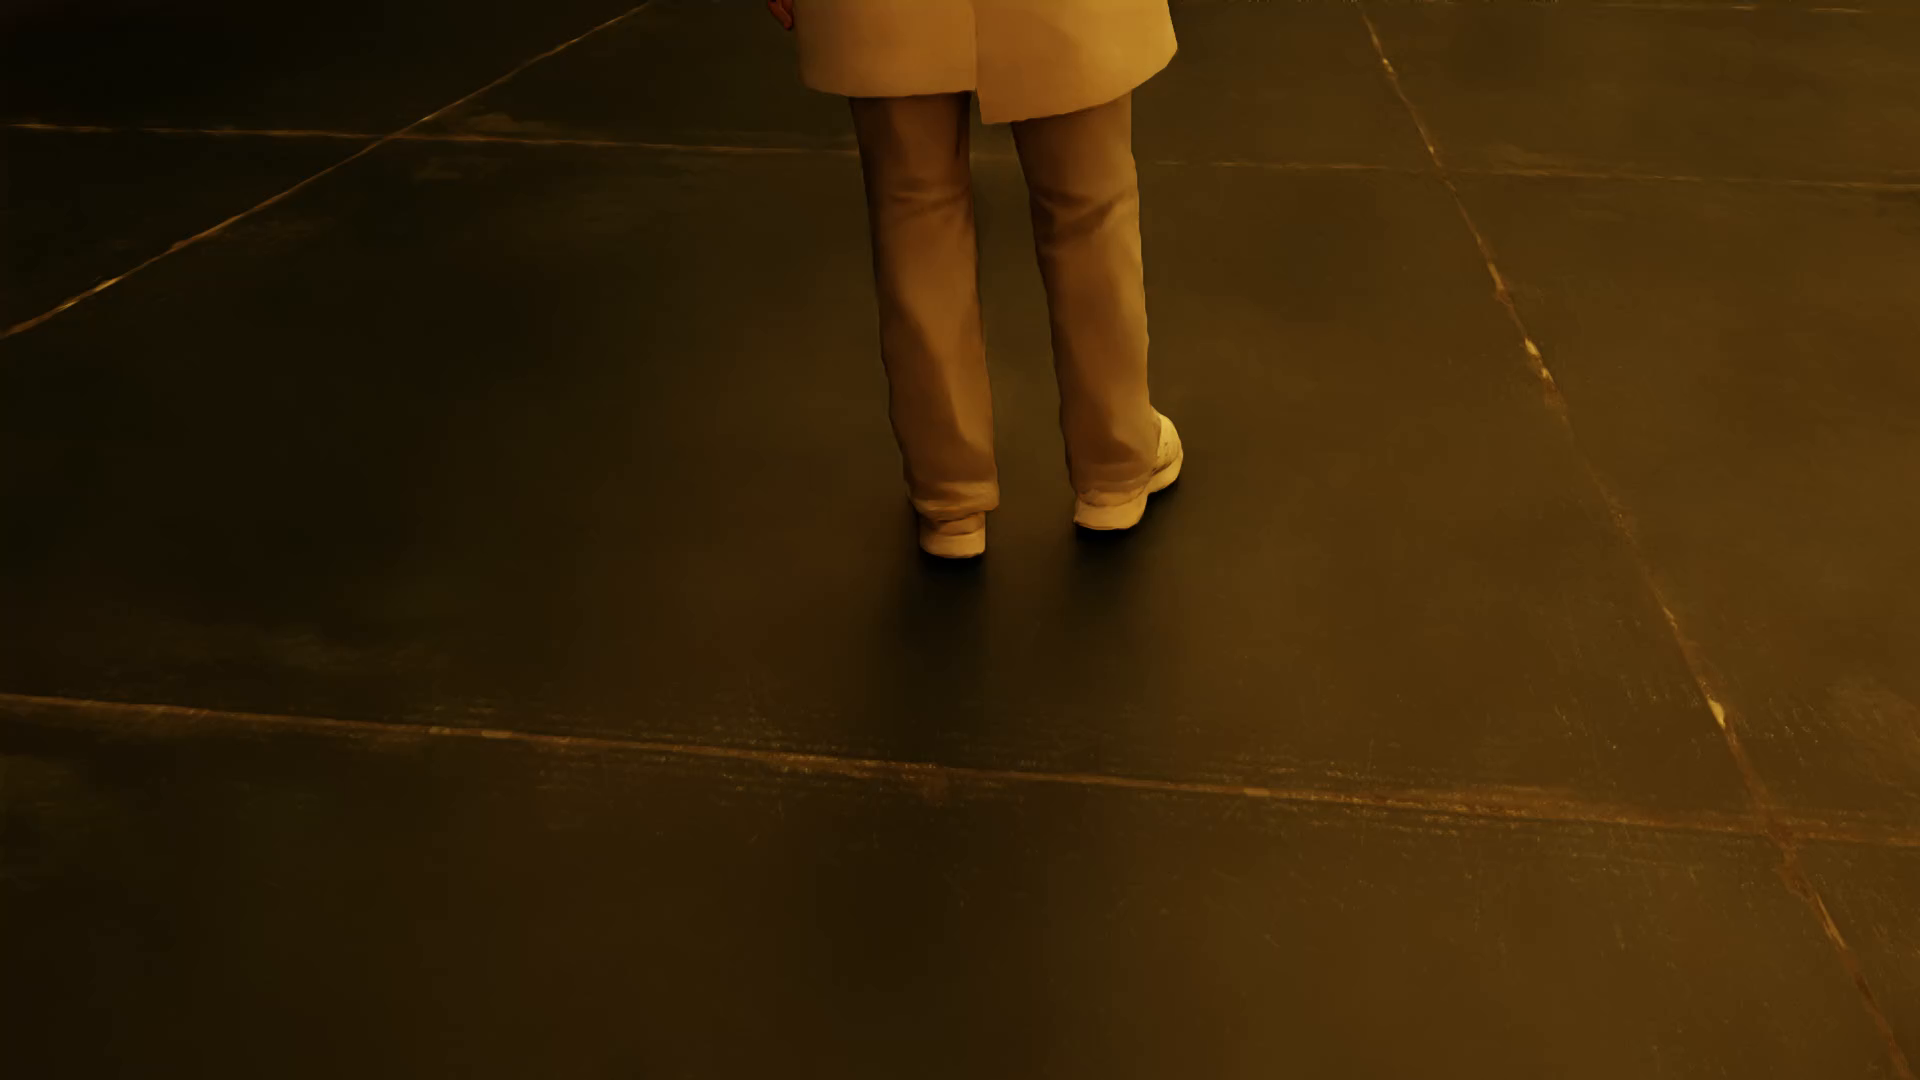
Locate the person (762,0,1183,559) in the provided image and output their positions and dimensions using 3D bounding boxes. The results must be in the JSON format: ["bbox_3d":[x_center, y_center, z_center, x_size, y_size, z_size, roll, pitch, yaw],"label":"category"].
[{"bbox_3d":[0.017,-0.842,2.180,0.694,1.776,0.579,3,27,7],"label":"person"}]
